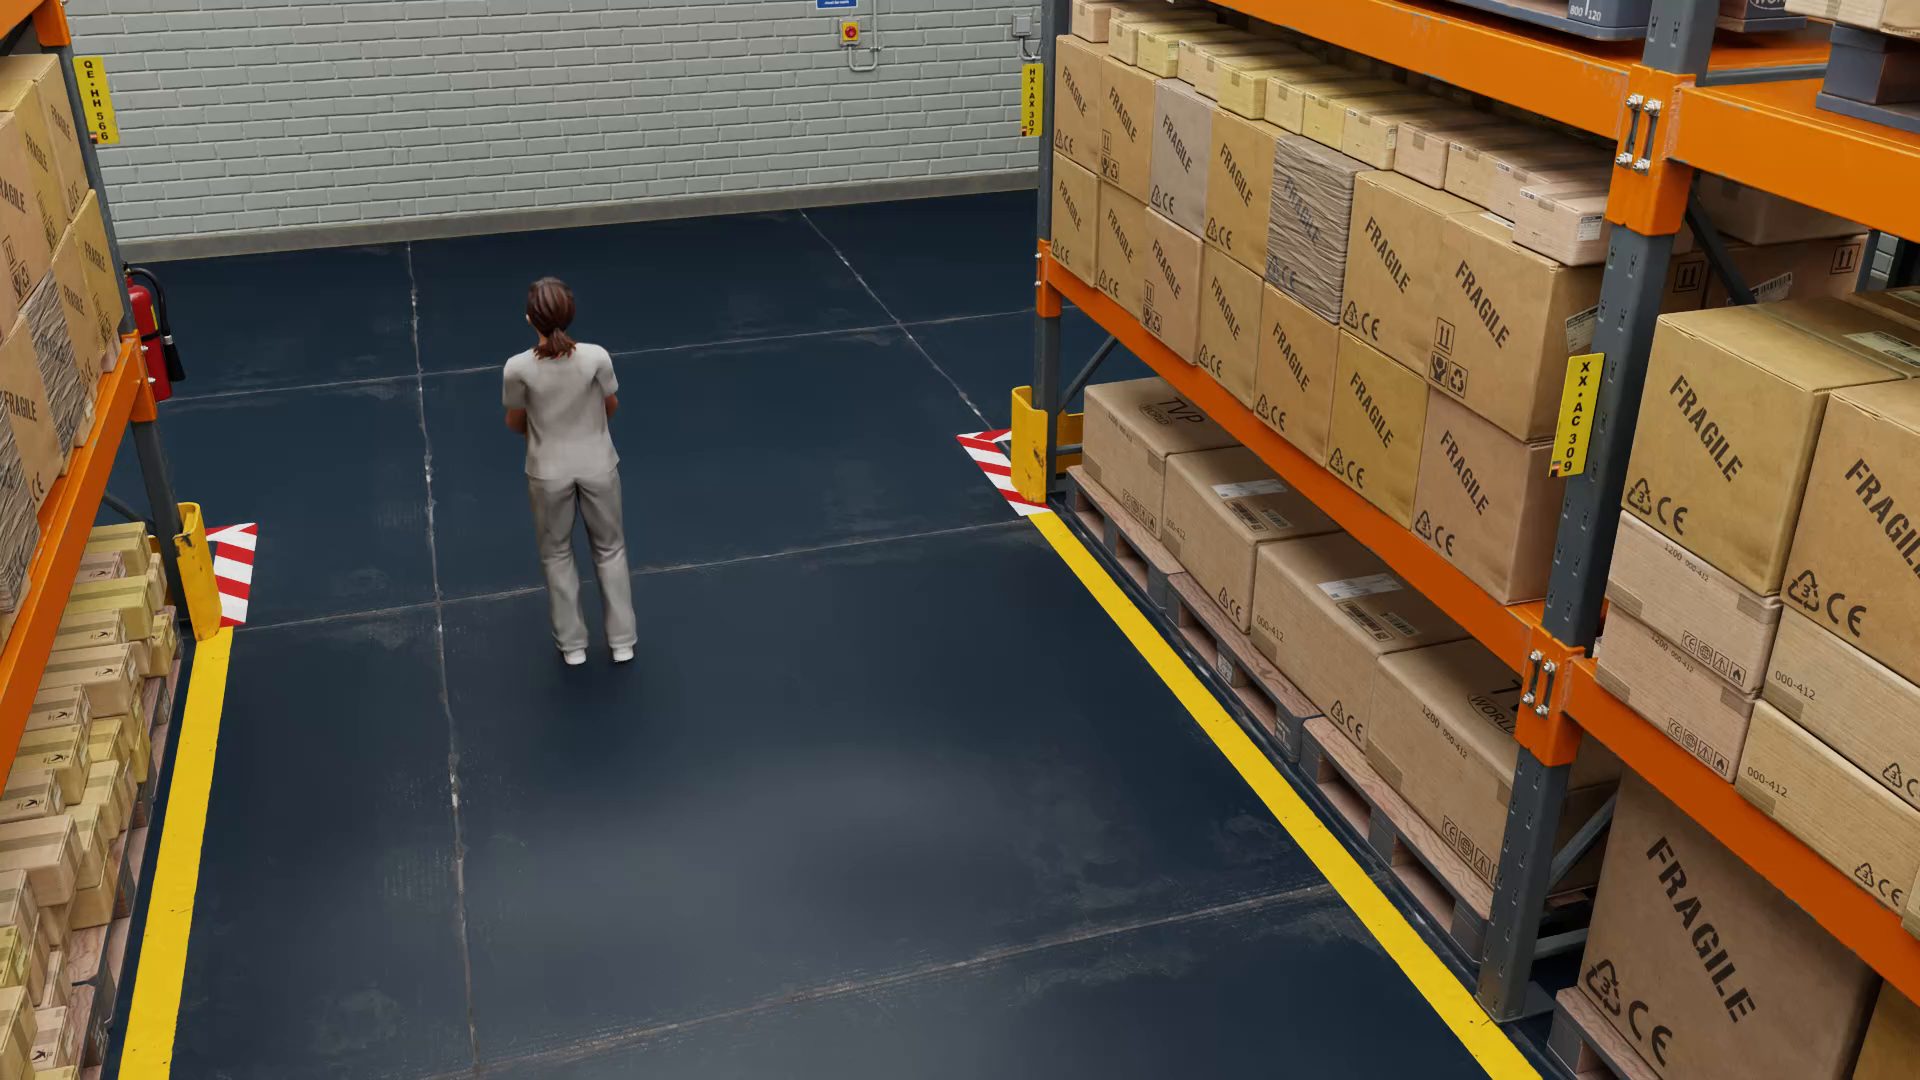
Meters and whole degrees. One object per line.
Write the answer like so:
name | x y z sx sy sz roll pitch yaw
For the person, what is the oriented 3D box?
person | -1.575 -0.284 6.689 0.444 1.671 0.547 -8 28 -16
